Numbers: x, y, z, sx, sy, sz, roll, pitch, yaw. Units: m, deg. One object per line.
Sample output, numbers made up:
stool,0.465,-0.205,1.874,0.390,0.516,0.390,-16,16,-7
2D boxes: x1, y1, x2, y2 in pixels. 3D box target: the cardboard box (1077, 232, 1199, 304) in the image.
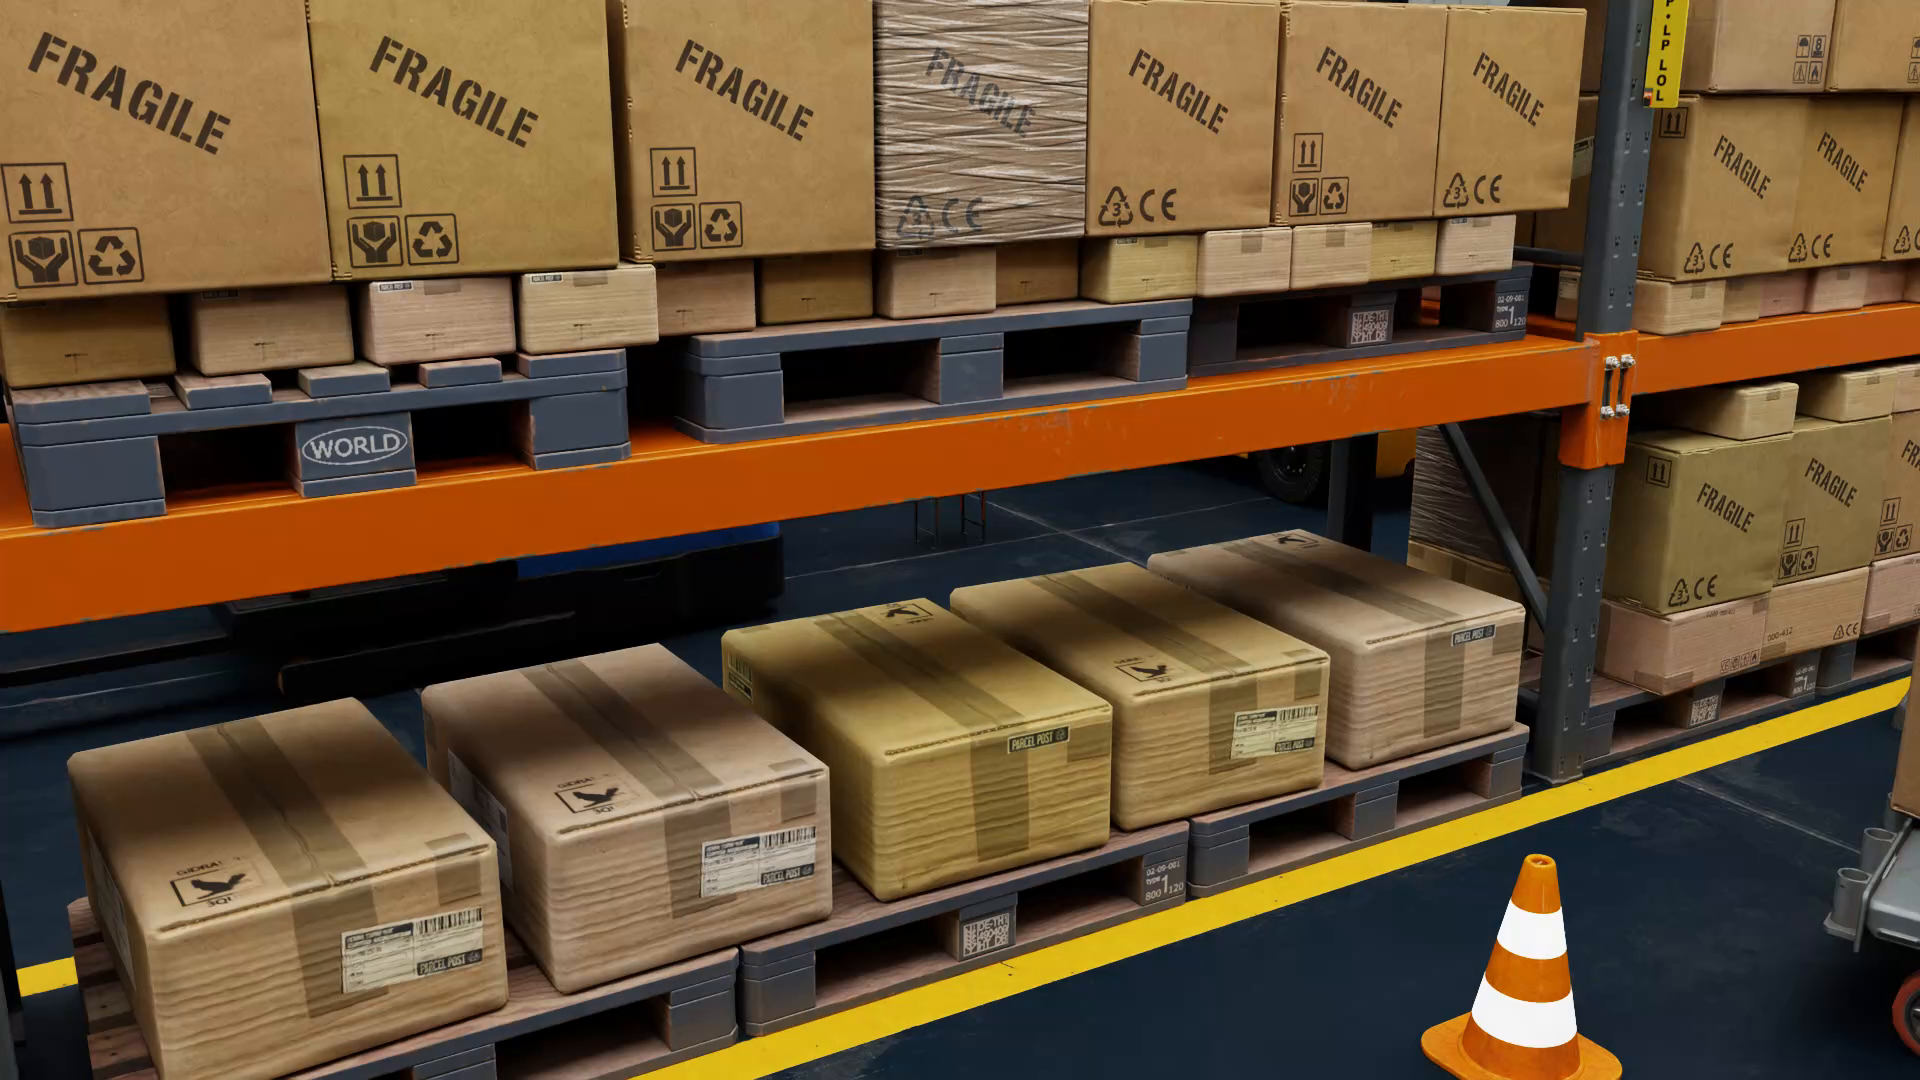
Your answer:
cardboard box,0.341,-0.654,3.873,0.250,0.149,0.380,-9,18,-30

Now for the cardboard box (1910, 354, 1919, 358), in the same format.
cardboard box,3.651,-0.517,6.622,0.500,0.500,0.500,-10,19,-32

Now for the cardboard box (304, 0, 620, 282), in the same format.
cardboard box,-0.959,-0.767,3.075,0.500,0.500,0.500,-8,18,-27

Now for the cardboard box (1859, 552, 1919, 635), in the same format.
cardboard box,3.072,0.105,5.796,0.500,0.250,0.500,-9,18,-30

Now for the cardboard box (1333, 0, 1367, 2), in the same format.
cardboard box,0.937,-1.569,4.733,0.250,0.149,0.380,-9,18,-30

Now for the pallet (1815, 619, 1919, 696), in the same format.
pallet,3.127,0.224,6.220,1.213,0.211,1.003,-9,18,-30

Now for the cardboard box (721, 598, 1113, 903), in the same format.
cardboard box,-0.136,0.488,4.203,0.625,0.372,0.950,-9,18,-28

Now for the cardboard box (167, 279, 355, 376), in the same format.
cardboard box,-1.273,-0.405,2.986,0.250,0.149,0.380,-11,19,-33

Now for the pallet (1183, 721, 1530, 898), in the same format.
pallet,0.856,0.605,4.861,1.213,0.211,1.003,-9,18,-30

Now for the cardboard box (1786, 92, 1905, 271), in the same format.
cardboard box,2.461,-1.110,5.075,0.500,0.500,0.500,-9,18,-30

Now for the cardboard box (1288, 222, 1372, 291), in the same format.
cardboard box,0.786,-0.716,4.093,0.250,0.149,0.380,-10,18,-31

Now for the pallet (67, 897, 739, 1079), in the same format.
pallet,-1.236,0.944,3.651,1.213,0.211,1.003,-9,18,-30

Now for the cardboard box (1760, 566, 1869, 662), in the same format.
cardboard box,2.619,0.179,5.531,0.500,0.250,0.500,-8,18,-27

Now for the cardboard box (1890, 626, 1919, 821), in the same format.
cardboard box,2.465,0.400,3.653,0.500,0.500,0.500,-9,18,-30

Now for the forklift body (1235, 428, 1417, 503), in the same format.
forklift body,1.706,-1.456,8.619,1.214,2.155,2.313,-9,18,-30

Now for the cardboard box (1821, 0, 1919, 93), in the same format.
cardboard box,2.460,-1.596,4.958,0.500,0.500,0.700,-9,18,-29

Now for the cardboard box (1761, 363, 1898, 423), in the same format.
cardboard box,2.745,-0.493,5.337,0.250,0.149,0.380,-8,18,-28

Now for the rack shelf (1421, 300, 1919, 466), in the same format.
rack shelf,3.237,-0.778,5.961,4.000,0.370,1.077,-9,18,-30

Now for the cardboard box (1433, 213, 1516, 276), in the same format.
cardboard box,1.223,-0.792,4.367,0.250,0.149,0.380,-9,18,-29

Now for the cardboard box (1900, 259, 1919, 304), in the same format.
cardboard box,3.059,-0.871,5.424,0.250,0.149,0.380,-9,18,-29

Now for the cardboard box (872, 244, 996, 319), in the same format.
cardboard box,-0.122,-0.587,3.635,0.250,0.149,0.380,-9,18,-28

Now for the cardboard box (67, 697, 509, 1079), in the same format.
cardboard box,-1.417,0.696,3.459,0.625,0.372,0.950,-11,19,-33

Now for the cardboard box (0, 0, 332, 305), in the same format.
cardboard box,-1.402,-0.693,2.811,0.500,0.500,0.500,-10,18,-31

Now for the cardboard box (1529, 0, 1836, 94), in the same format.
cardboard box,2.011,-1.530,4.723,0.500,0.500,0.700,-9,18,-30

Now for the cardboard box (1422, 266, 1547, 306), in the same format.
cardboard box,1.641,-0.841,5.317,0.250,0.149,0.380,-9,18,-30

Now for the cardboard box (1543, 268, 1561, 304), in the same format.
cardboard box,1.851,-0.877,5.447,0.250,0.149,0.380,-9,18,-28

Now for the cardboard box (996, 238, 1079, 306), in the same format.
cardboard box,0.063,-0.641,3.827,0.250,0.149,0.380,-10,18,-32

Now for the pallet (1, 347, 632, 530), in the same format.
pallet,-1.351,-0.322,3.356,1.003,0.211,1.213,-9,18,-30

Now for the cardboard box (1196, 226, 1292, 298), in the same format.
cardboard box,0.569,-0.679,3.964,0.250,0.149,0.380,-9,18,-29

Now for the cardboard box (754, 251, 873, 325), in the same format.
cardboard box,-0.379,-0.566,3.559,0.250,0.149,0.380,-8,18,-28

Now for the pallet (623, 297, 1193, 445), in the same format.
pallet,-0.231,-0.483,3.930,1.213,0.211,1.003,-9,18,-30

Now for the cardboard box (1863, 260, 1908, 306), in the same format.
cardboard box,2.802,-0.857,5.375,0.250,0.149,0.380,-9,18,-30

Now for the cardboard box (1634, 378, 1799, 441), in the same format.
cardboard box,2.305,-0.421,5.080,0.250,0.149,0.380,-9,18,-29

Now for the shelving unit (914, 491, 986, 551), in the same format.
shelving unit,-0.046,-0.498,7.242,0.252,1.050,0.215,-9,18,-30

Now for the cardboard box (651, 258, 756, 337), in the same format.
cardboard box,-0.601,-0.518,3.387,0.250,0.149,0.380,-8,18,-26

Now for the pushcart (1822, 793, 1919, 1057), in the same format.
pushcart,2.739,0.937,3.369,1.648,0.377,0.936,12,20,37

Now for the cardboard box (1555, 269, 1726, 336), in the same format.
cardboard box,1.957,-0.695,4.798,0.250,0.149,0.380,-9,18,-30

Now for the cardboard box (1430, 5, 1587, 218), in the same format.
cardboard box,1.244,-1.123,4.344,0.500,0.500,0.500,-10,18,-31

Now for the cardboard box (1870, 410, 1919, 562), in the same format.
cardboard box,3.065,-0.254,5.686,0.500,0.500,0.500,-8,18,-27

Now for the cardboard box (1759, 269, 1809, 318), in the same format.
cardboard box,2.359,-0.786,5.123,0.250,0.149,0.380,-9,18,-30

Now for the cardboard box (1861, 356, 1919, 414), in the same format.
cardboard box,2.974,-0.531,5.473,0.250,0.149,0.380,-8,18,-27

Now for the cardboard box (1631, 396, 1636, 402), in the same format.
cardboard box,2.326,-0.301,5.854,0.500,0.500,0.500,-9,18,-29

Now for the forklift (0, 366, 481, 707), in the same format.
forklift,-2.193,-1.027,5.642,3.031,2.935,1.121,-10,19,-32

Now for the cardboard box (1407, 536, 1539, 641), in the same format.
cardboard box,1.891,0.131,5.702,0.500,0.250,0.500,-8,18,-27

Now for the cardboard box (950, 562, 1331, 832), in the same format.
cardboard box,0.459,0.391,4.549,0.625,0.372,0.950,-8,18,-26

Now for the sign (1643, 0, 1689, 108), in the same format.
sign,1.811,-1.276,4.260,0.005,0.325,0.100,-9,18,-30

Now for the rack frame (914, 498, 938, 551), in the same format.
rack frame,-0.150,-0.481,7.181,0.008,1.050,0.200,-9,18,-30

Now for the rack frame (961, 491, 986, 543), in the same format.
rack frame,0.059,-0.515,7.302,0.008,1.050,0.200,-9,18,-30

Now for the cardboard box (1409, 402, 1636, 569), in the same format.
cardboard box,1.891,-0.230,5.600,0.500,0.500,0.500,-9,18,-30

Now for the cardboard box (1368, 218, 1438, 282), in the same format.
cardboard box,0.988,-0.760,4.250,0.250,0.149,0.380,-10,18,-31

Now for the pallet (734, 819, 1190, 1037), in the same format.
pallet,-0.191,0.775,4.253,1.213,0.211,1.003,-9,18,-30

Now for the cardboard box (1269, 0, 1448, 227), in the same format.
cardboard box,0.820,-1.054,4.097,0.500,0.500,0.500,-9,18,-29

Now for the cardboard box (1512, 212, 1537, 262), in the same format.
cardboard box,1.775,-1.157,5.244,0.500,0.500,0.500,-10,18,-31

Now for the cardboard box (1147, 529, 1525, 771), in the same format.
cardboard box,1.074,0.290,4.908,0.625,0.372,0.950,-9,18,-29

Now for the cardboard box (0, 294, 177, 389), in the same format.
cardboard box,-1.532,-0.374,2.874,0.250,0.149,0.380,-10,19,-33

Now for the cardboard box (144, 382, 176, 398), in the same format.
cardboard box,-3.924,-0.581,7.546,0.625,0.625,0.875,-9,18,-28

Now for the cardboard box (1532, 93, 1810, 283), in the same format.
cardboard box,2.043,-1.035,4.807,0.500,0.500,0.500,-9,18,-30

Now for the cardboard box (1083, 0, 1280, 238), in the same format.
cardboard box,0.375,-0.983,3.846,0.500,0.500,0.500,-9,18,-28

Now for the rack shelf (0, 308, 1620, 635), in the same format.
rack shelf,-0.192,-0.222,3.978,4.000,0.370,1.077,-9,18,-30

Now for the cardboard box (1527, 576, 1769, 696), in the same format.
cardboard box,2.167,0.256,5.257,0.500,0.250,0.500,-10,19,-32
